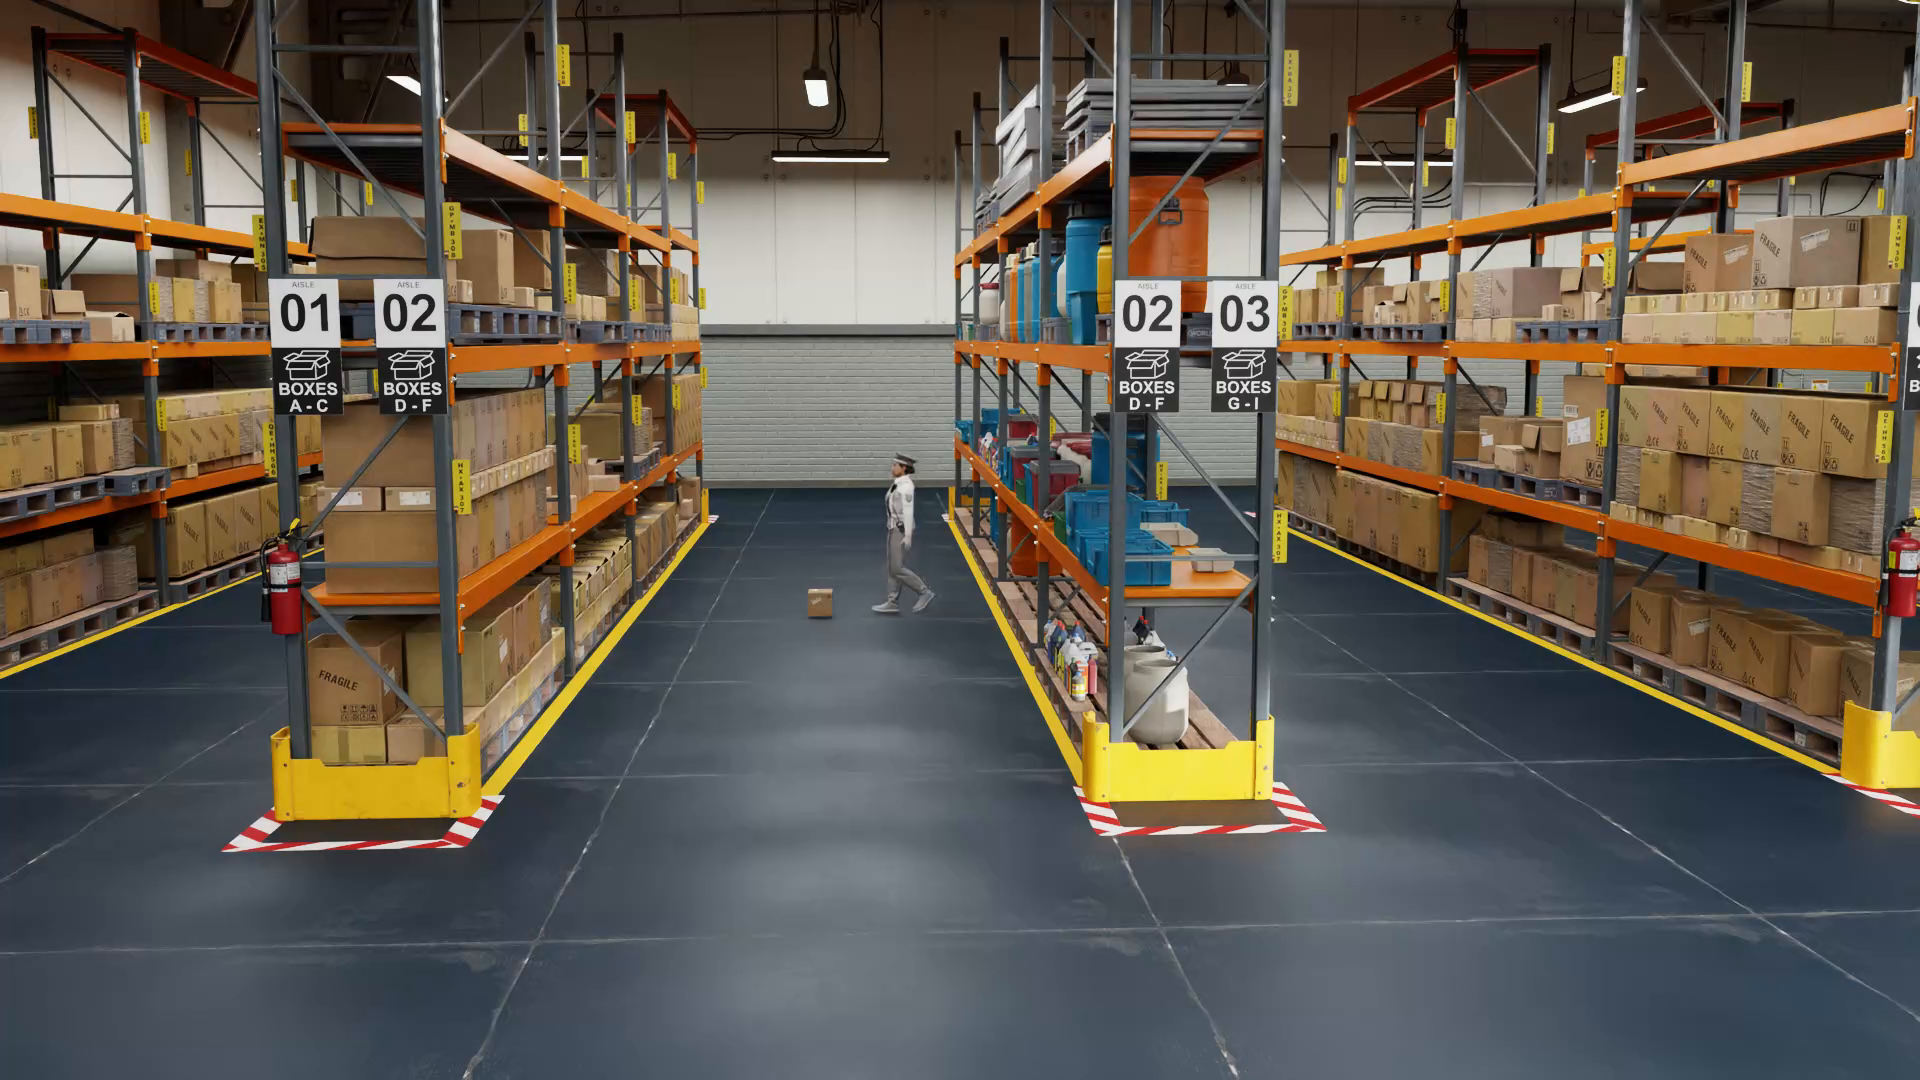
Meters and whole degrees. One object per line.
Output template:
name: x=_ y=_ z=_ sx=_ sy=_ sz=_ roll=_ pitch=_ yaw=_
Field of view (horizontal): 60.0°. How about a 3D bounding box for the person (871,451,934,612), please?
person: x=-0.602 y=-0.080 z=17.206 sx=0.627 sy=1.681 sz=0.497 roll=-1 pitch=7 yaw=-9
